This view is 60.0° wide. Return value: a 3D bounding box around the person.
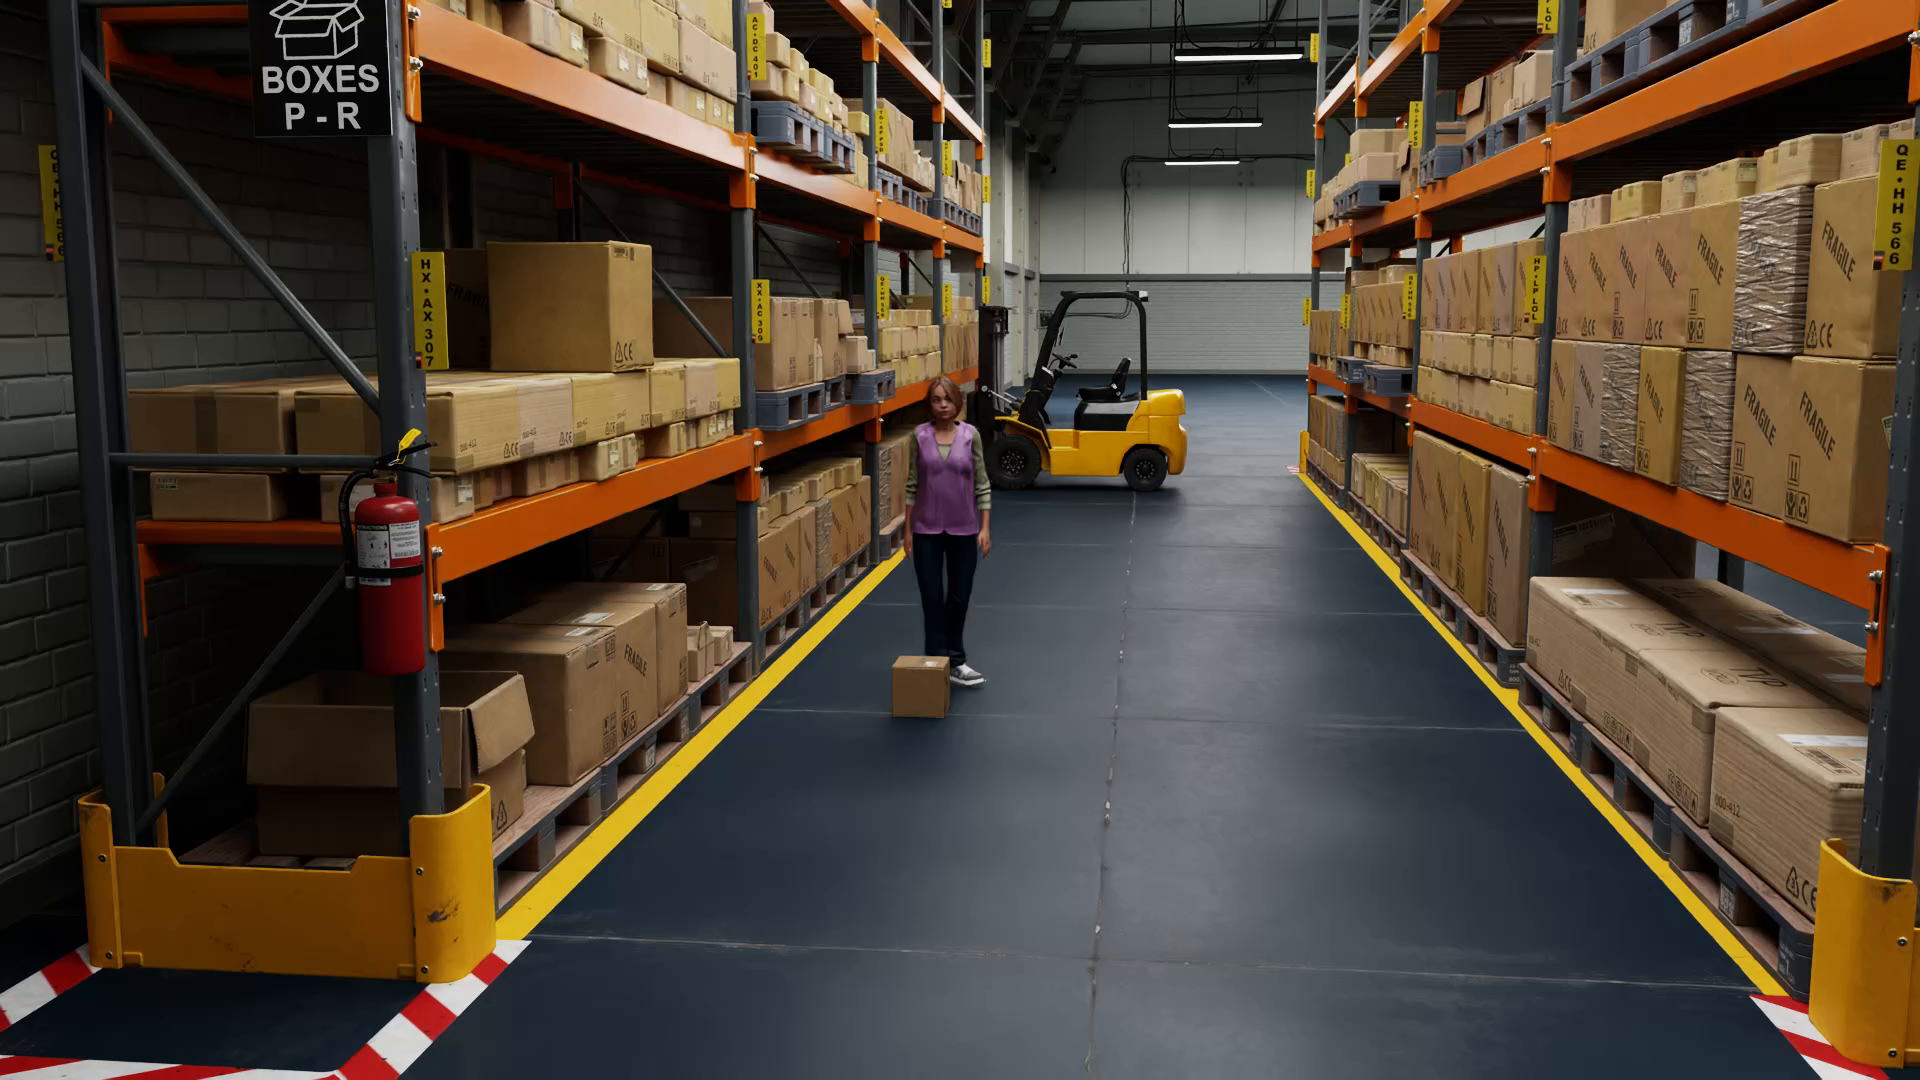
[{"bbox_3d":[-0.065,-0.034,8.475,0.450,1.597,0.357,0,8,0],"label":"person"}]
